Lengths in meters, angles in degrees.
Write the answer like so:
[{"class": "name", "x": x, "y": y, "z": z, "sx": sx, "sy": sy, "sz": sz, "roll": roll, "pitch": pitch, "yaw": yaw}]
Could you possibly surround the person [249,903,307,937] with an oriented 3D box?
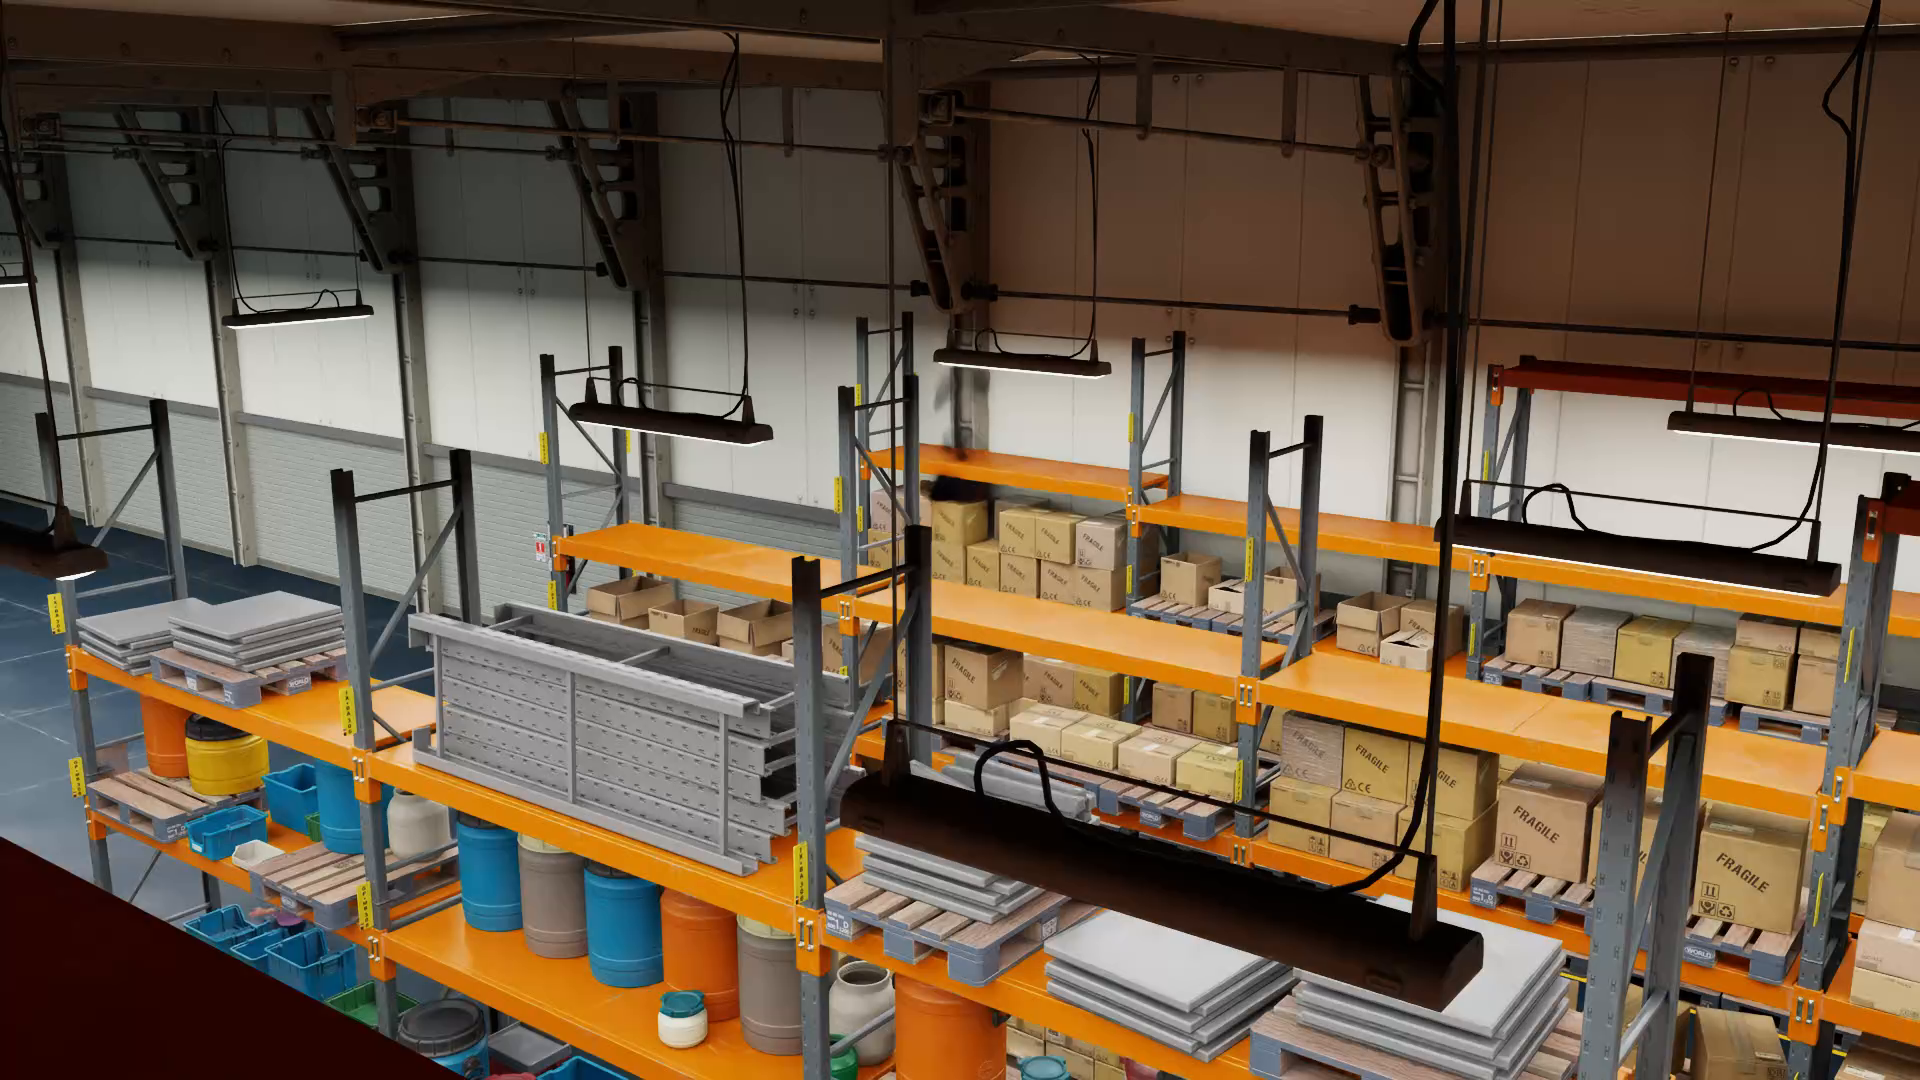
[{"class": "person", "x": -6.501, "y": 3.646, "z": 16.031, "sx": 0.689, "sy": 1.554, "sz": 0.509, "roll": -11, "pitch": 17, "yaw": -39}]
